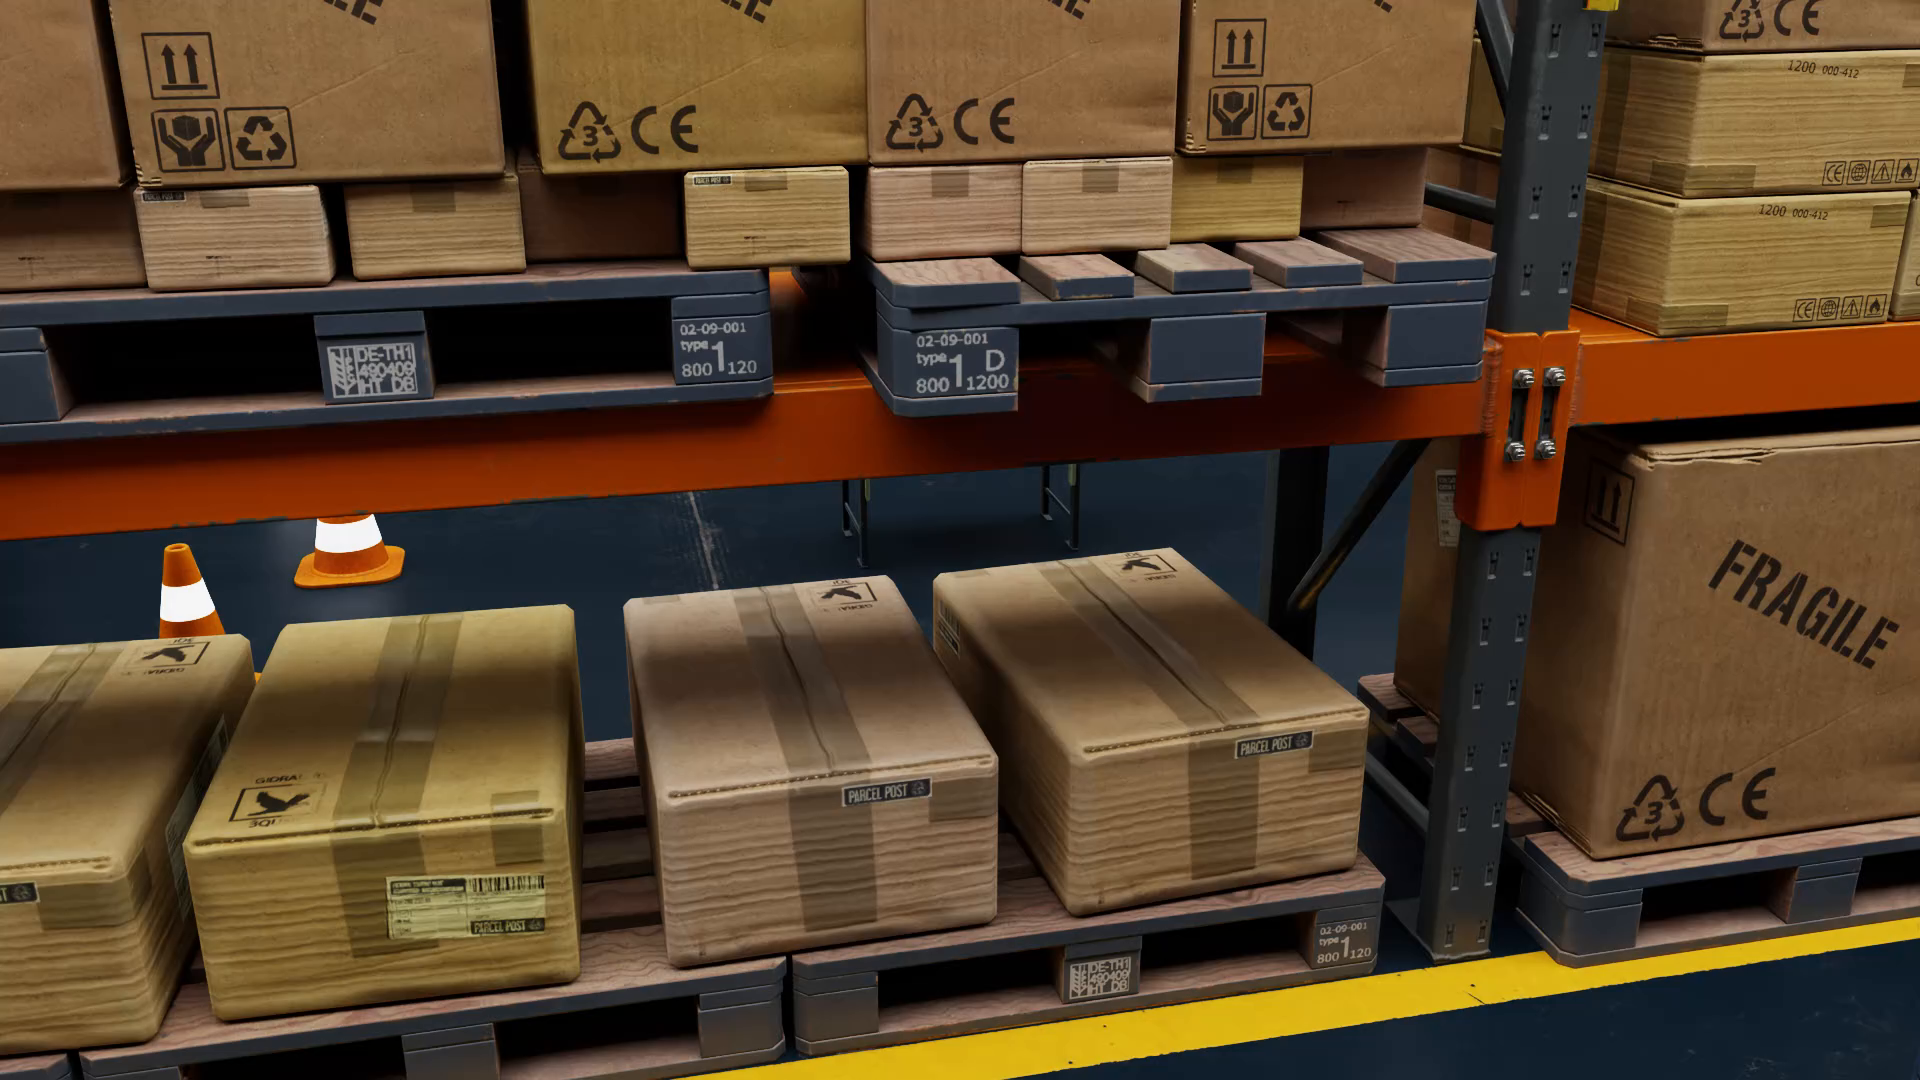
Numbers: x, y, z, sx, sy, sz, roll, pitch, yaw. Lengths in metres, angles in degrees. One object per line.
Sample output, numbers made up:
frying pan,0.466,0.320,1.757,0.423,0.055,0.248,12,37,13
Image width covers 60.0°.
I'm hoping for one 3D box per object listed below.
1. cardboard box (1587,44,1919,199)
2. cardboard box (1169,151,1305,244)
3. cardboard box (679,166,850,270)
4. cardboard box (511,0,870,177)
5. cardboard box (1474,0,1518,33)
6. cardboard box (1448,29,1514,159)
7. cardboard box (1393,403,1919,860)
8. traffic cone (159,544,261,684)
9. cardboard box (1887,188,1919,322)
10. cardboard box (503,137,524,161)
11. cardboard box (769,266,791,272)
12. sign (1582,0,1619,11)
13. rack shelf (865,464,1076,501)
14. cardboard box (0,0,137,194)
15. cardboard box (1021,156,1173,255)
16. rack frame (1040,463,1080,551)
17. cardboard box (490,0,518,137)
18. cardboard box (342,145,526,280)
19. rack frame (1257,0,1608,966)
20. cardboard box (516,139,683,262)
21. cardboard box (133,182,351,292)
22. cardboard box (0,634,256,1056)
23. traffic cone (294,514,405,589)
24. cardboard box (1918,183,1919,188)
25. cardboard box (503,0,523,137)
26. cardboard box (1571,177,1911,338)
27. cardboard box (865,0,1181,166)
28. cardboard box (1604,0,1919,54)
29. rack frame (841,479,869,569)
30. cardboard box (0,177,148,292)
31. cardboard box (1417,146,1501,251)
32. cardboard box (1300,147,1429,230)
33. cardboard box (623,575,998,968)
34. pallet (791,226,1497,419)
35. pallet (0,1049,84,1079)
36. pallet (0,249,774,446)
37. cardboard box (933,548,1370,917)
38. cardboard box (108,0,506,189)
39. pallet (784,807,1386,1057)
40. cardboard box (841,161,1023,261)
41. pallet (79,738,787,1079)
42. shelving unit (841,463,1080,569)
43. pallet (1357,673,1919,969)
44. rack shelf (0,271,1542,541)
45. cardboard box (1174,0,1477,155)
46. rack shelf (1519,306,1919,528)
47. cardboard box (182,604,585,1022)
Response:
cardboard box,1.473,-0.826,3.200,0.500,0.250,0.500,-5,21,-13
cardboard box,0.414,-0.634,2.938,0.250,0.149,0.380,-4,21,-12
cardboard box,-0.333,-0.555,2.723,0.250,0.149,0.380,-4,21,-12
cardboard box,-0.447,-0.874,2.652,0.500,0.500,0.500,-6,21,-16
cardboard box,1.366,-1.349,3.538,0.500,0.500,0.500,-5,21,-14
cardboard box,1.336,-0.992,3.654,0.500,0.250,0.500,-5,21,-13
cardboard box,1.614,0.069,3.743,0.875,0.875,0.875,-5,21,-13
traffic cone,-2.085,0.237,4.496,0.334,0.463,0.336,-5,21,-12
cardboard box,1.953,-0.635,3.406,0.500,0.250,0.500,-5,21,-14
cardboard box,-0.751,-0.707,3.139,0.250,0.149,0.380,-4,20,-10
cardboard box,-0.928,-1.476,8.144,0.750,0.750,1.050,-5,21,-13
sign,1.057,-1.030,2.698,0.005,0.325,0.100,-5,21,-12
rack shelf,-0.006,-0.398,5.667,0.720,0.370,0.431,-5,21,-12
cardboard box,-1.476,-0.787,2.414,0.500,0.500,0.500,-5,21,-13
cardboard box,0.179,-0.599,2.843,0.250,0.149,0.380,-5,21,-13
rack frame,0.350,-0.733,5.634,0.023,1.500,0.400,-5,21,-12
cardboard box,-1.078,-1.005,3.010,0.500,0.500,0.500,-5,21,-15
cardboard box,-0.832,-0.530,2.655,0.250,0.149,0.380,-5,21,-14
rack frame,0.923,-0.705,3.377,0.127,3.000,1.000,-5,21,-12
cardboard box,-0.606,-0.577,2.784,0.250,0.149,0.380,-4,21,-12
cardboard box,-1.085,-0.499,2.570,0.250,0.149,0.380,-4,20,-10
cardboard box,-1.761,0.548,3.166,0.625,0.372,0.950,-3,20,-9
traffic cone,-2.033,-0.121,5.473,0.334,0.463,0.336,-5,21,-12
cardboard box,1.976,-0.867,3.311,0.500,0.250,0.500,-4,21,-11
cardboard box,-0.589,-1.042,3.111,0.500,0.500,0.500,-4,21,-12
cardboard box,1.457,-0.589,3.279,0.500,0.250,0.500,-5,21,-13
cardboard box,0.044,-0.915,2.762,0.500,0.500,0.500,-5,21,-13
cardboard box,1.459,-1.178,3.071,0.500,0.500,0.500,-5,21,-14
rack frame,-0.363,-0.675,5.476,0.023,1.500,0.400,-5,21,-12
cardboard box,-1.355,-0.495,2.560,0.250,0.149,0.380,-4,21,-12
cardboard box,1.355,-0.761,3.749,0.500,0.250,0.500,-5,21,-14
cardboard box,0.658,-0.679,3.062,0.250,0.149,0.380,-4,20,-10
cardboard box,-0.346,0.435,3.477,0.625,0.372,0.950,-5,21,-14
pallet,0.254,-0.522,3.159,1.003,0.211,1.213,-5,21,-12
pallet,-2.213,0.859,3.162,1.213,0.211,1.003,-5,21,-12
pallet,-0.994,-0.444,2.945,1.213,0.211,1.003,-5,21,-12
cardboard box,0.371,0.374,3.644,0.625,0.372,0.950,-6,21,-16
cardboard box,-0.979,-0.831,2.535,0.500,0.500,0.500,-6,21,-15
pallet,0.162,0.666,3.689,1.213,0.211,1.003,-5,21,-12
cardboard box,-0.068,-0.581,2.795,0.250,0.149,0.380,-6,21,-15
pallet,-1.023,0.762,3.429,1.213,0.211,1.003,-5,21,-12
shelving unit,-0.006,-0.704,5.555,0.755,1.500,0.431,-5,21,-12
pallet,1.707,0.568,3.958,1.213,0.211,1.003,-5,21,-12
rack shelf,-1.024,-0.208,3.068,4.000,0.370,1.077,-5,21,-12
cardboard box,0.544,-0.959,2.884,0.500,0.500,0.500,-5,21,-14
rack shelf,2.869,-0.525,3.933,4.000,0.370,1.077,-5,21,-12
cardboard box,-1.085,0.493,3.318,0.625,0.372,0.950,-4,20,-11
